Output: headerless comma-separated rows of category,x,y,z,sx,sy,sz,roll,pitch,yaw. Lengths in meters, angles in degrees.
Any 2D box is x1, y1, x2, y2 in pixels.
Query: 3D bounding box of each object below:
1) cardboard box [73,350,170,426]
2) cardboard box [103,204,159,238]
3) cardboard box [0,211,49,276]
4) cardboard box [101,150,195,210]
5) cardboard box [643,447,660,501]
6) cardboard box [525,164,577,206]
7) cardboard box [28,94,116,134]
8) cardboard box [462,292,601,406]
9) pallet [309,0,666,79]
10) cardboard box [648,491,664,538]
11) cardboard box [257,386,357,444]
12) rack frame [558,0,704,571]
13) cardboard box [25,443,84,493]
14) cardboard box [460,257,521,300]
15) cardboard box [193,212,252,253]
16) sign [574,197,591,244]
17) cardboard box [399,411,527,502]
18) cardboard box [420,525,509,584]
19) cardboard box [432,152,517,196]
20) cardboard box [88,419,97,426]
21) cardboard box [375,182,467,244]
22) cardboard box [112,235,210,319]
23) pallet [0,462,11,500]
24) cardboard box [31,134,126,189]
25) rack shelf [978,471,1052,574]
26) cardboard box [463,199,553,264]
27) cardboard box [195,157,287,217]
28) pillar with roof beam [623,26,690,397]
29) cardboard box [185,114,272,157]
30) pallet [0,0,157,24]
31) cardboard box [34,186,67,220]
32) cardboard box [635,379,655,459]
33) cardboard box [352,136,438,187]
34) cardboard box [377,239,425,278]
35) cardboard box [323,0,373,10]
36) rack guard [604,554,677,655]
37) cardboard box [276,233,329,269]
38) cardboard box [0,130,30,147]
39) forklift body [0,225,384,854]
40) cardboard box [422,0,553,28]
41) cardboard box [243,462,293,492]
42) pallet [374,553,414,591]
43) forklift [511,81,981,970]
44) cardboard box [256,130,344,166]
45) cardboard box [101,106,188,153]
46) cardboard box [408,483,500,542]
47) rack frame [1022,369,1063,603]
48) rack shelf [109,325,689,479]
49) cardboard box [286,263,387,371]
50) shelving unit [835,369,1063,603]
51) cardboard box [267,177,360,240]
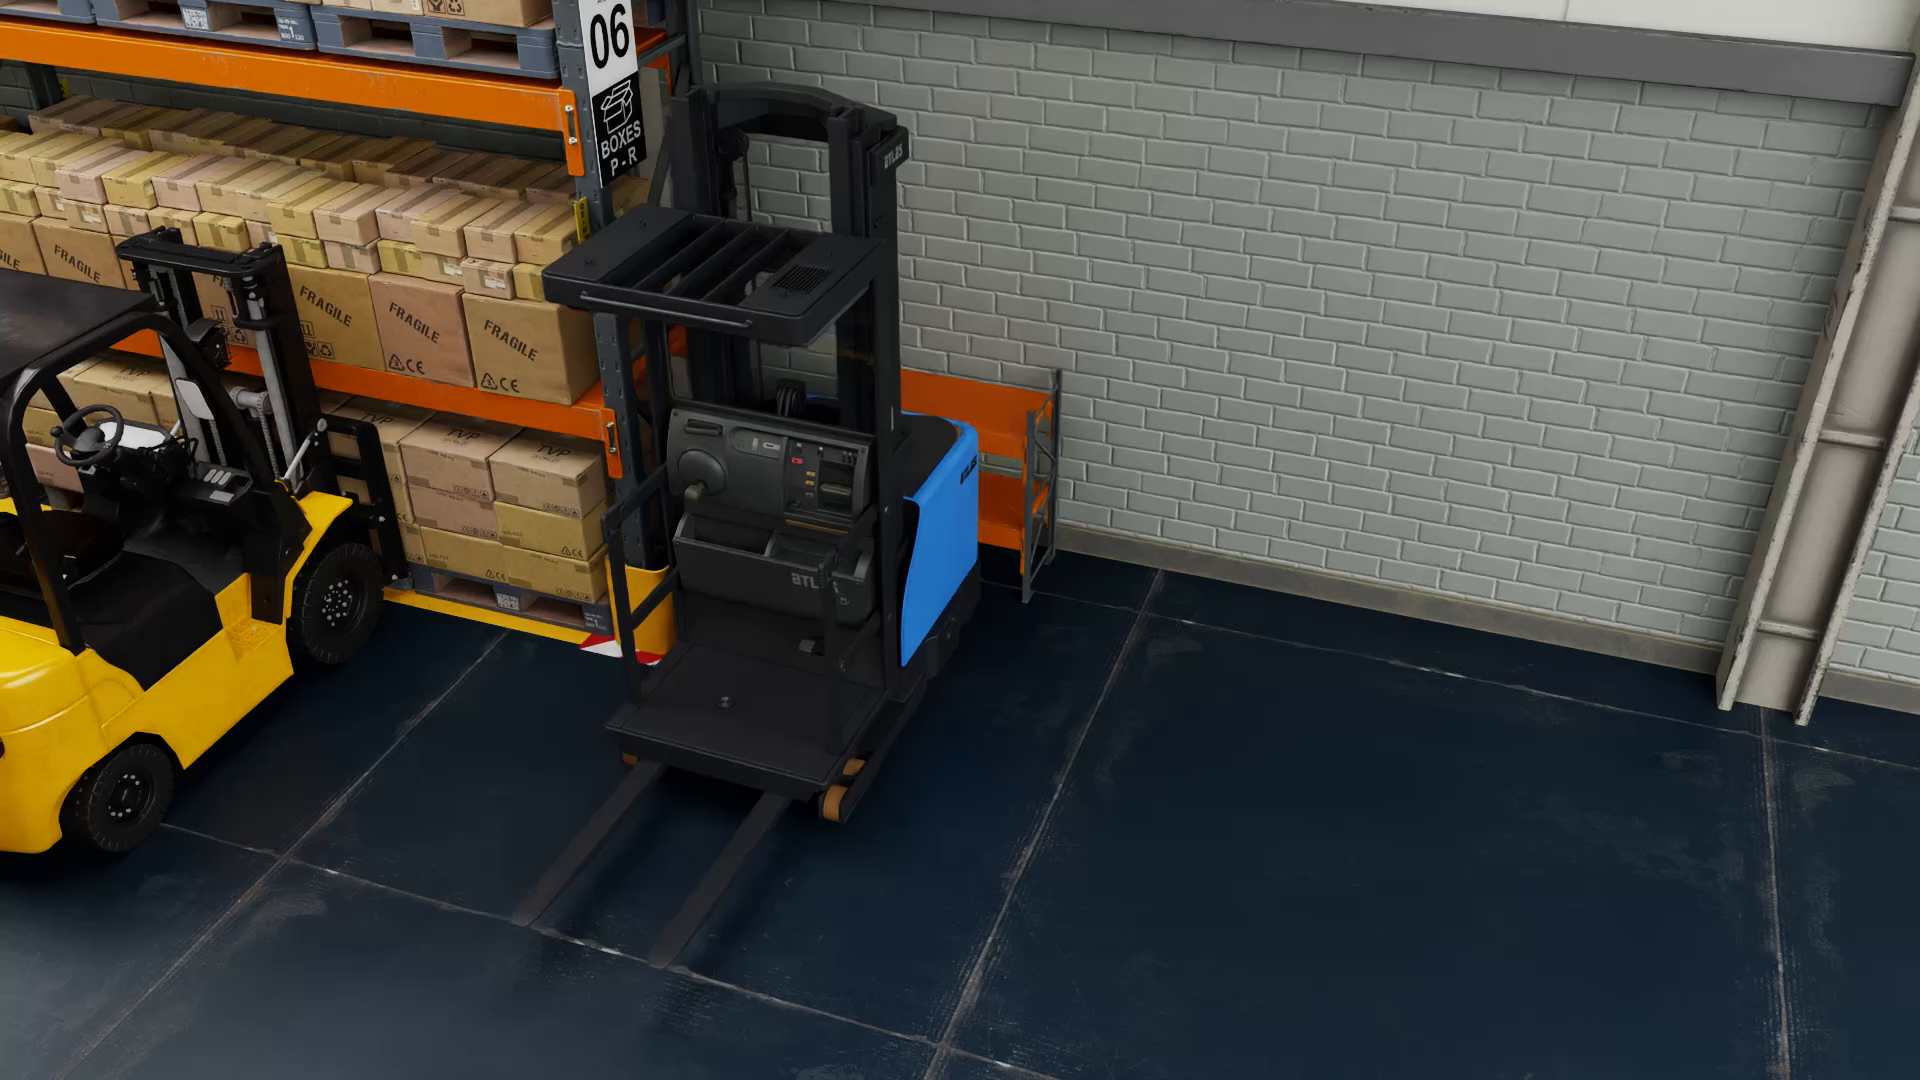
cardboard box,-4.366,-0.832,8.968,0.500,0.250,0.500,11,34,17
cardboard box,-4.030,-1.648,8.316,0.250,0.149,0.380,11,34,16
cardboard box,-4.864,-1.566,8.786,0.500,0.500,0.500,10,34,15
cardboard box,-4.013,-1.791,8.262,0.250,0.149,0.380,10,34,16
cardboard box,-1.801,-0.430,8.805,0.500,0.250,0.500,12,35,17
cardboard box,-1.902,-1.697,8.117,0.250,0.149,0.380,12,35,18
cardboard box,-4.791,-2.274,9.010,0.250,0.149,0.380,11,34,17
cardboard box,-1.980,-1.004,7.916,0.500,0.500,0.500,10,34,15
pallet,-2.085,-2.372,7.443,1.213,0.211,1.003,11,34,16
cardboard box,-1.825,-0.217,8.937,0.500,0.250,0.500,11,34,17
cardboard box,-3.402,-0.647,8.681,0.500,0.250,0.500,10,34,15
rack frame,-1.428,-1.006,8.011,0.127,3.000,1.000,11,34,16
cardboard box,-4.850,-0.502,9.378,0.500,0.250,0.500,11,35,17
cardboard box,-2.100,-1.273,7.734,0.250,0.149,0.380,12,35,17
cardboard box,-3.534,-1.567,8.190,0.250,0.149,0.380,10,34,15
sign,-1.624,-1.318,7.208,0.005,0.325,0.100,11,34,16
cardboard box,-2.450,-0.463,8.396,0.500,0.250,0.500,12,35,17
cardboard box,-2.442,-0.048,8.675,0.500,0.250,0.500,11,34,16
cardboard box,-2.389,-1.775,8.238,0.250,0.149,0.380,11,35,17
cardboard box,-4.368,-0.632,9.119,0.500,0.250,0.500,11,34,16
cardboard box,-2.544,-1.551,7.890,0.250,0.149,0.380,11,35,17
cardboard box,-3.891,-1.387,8.509,0.500,0.500,0.500,11,34,16
pallet,-5.900,-0.682,10.079,1.213,0.211,1.003,11,34,16
cardboard box,-4.474,-1.924,8.468,0.250,0.149,0.380,10,34,16
rack shelf,-0.055,-0.160,8.876,1.000,0.278,0.538,11,34,17
cardboard box,-2.079,-1.433,7.708,0.250,0.149,0.380,11,34,17
cardboard box,-3.514,-1.736,8.177,0.250,0.149,0.380,11,34,17
pillar with roof beam,-3.232,-1.916,3.890,0.400,9.000,9.100,11,34,16
cardboard box,-3.821,-2.093,8.731,0.250,0.149,0.380,10,34,16
pallet,-4.382,-2.818,8.134,1.213,0.211,1.003,11,34,16
cardboard box,-4.483,-1.780,8.520,0.250,0.149,0.380,11,34,16
cardboard box,-1.817,-0.632,8.658,0.500,0.250,0.500,10,34,16
cardboard box,-2.859,-1.909,8.445,0.250,0.149,0.380,10,34,15
cardboard box,-2.553,-1.403,7.935,0.250,0.149,0.380,11,34,16
cardboard box,-2.549,-2.471,7.160,0.258,0.266,0.396,11,34,17
rack guard,-1.406,0.048,8.683,0.348,0.500,1.175,11,34,16
cardboard box,-3.065,-1.464,8.029,0.250,0.149,0.380,11,35,17
cardboard box,-4.994,-1.968,8.536,0.250,0.149,0.380,12,35,17
forklift body,-3.829,-0.065,7.336,1.214,2.155,2.313,11,34,16
cardboard box,-1.927,-2.484,6.962,0.500,0.500,0.500,12,35,18
cardboard box,-3.423,-0.442,8.823,0.500,0.250,0.500,11,34,16
pallet,-3.307,-0.178,9.298,1.213,0.211,1.003,11,34,16
forklift,-0.897,-0.249,6.902,1.130,2.935,3.031,12,35,18
cardboard box,-3.369,-1.961,8.525,0.250,0.149,0.380,12,35,18
cardboard box,-4.315,-2.165,8.841,0.250,0.149,0.380,11,34,16
cardboard box,-2.460,-0.264,8.549,0.500,0.250,0.500,11,34,16
rack frame,0.424,-0.272,8.599,0.032,1.125,0.500,11,34,17
rack shelf,-3.311,-1.070,8.773,4.000,0.370,1.077,11,34,16
cardboard box,-2.948,-1.198,8.215,0.500,0.500,0.500,10,34,16
shelving unit,-0.054,-0.366,8.744,1.048,1.125,0.538,11,34,17
cardboard box,-3.072,-1.586,7.945,0.250,0.149,0.380,12,35,17
